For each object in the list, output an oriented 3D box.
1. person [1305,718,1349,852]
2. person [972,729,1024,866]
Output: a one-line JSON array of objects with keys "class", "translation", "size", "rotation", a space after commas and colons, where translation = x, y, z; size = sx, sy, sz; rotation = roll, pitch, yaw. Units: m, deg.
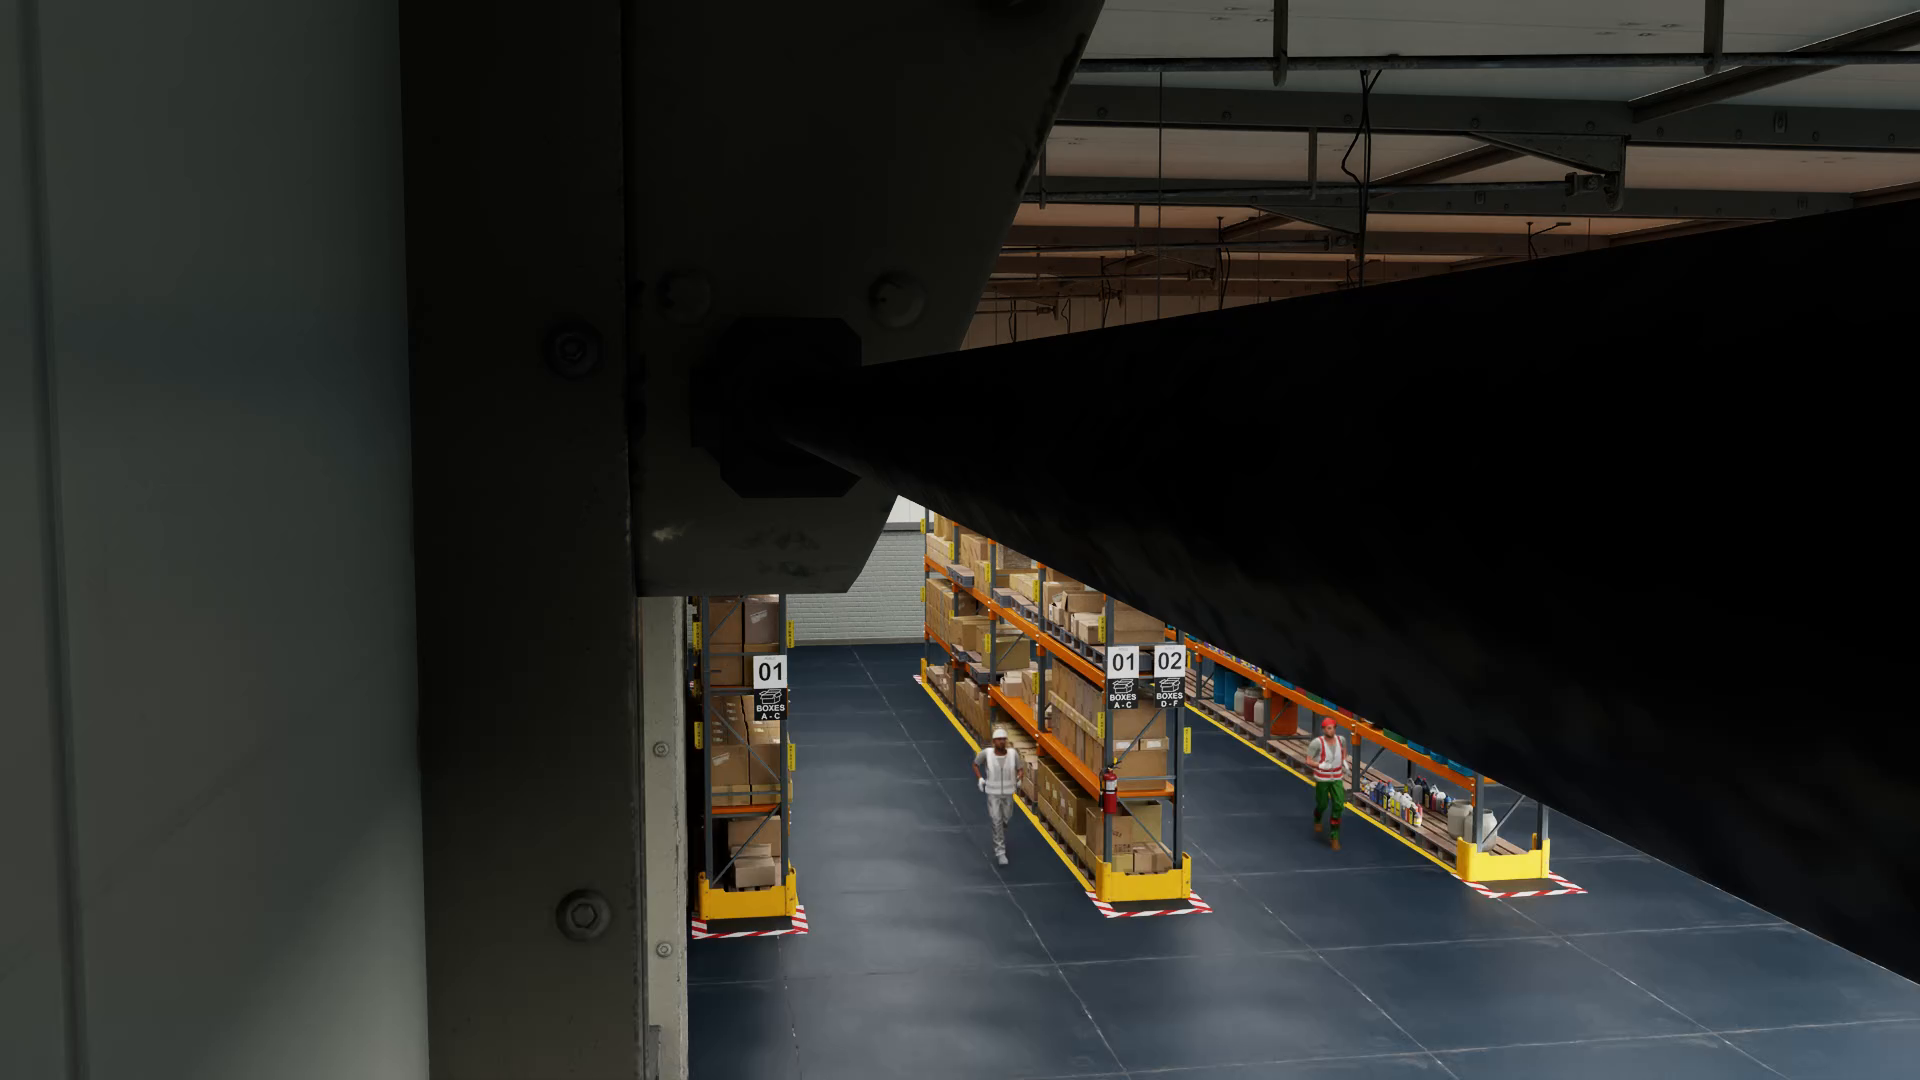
[{"class": "person", "translation": [5.161, 3.396, 23.388], "size": [0.690, 1.848, 0.913], "rotation": [-1, 5, -9]}, {"class": "person", "translation": [0.536, 3.454, 22.685], "size": [0.682, 1.785, 0.941], "rotation": [-1, 5, -11]}]
